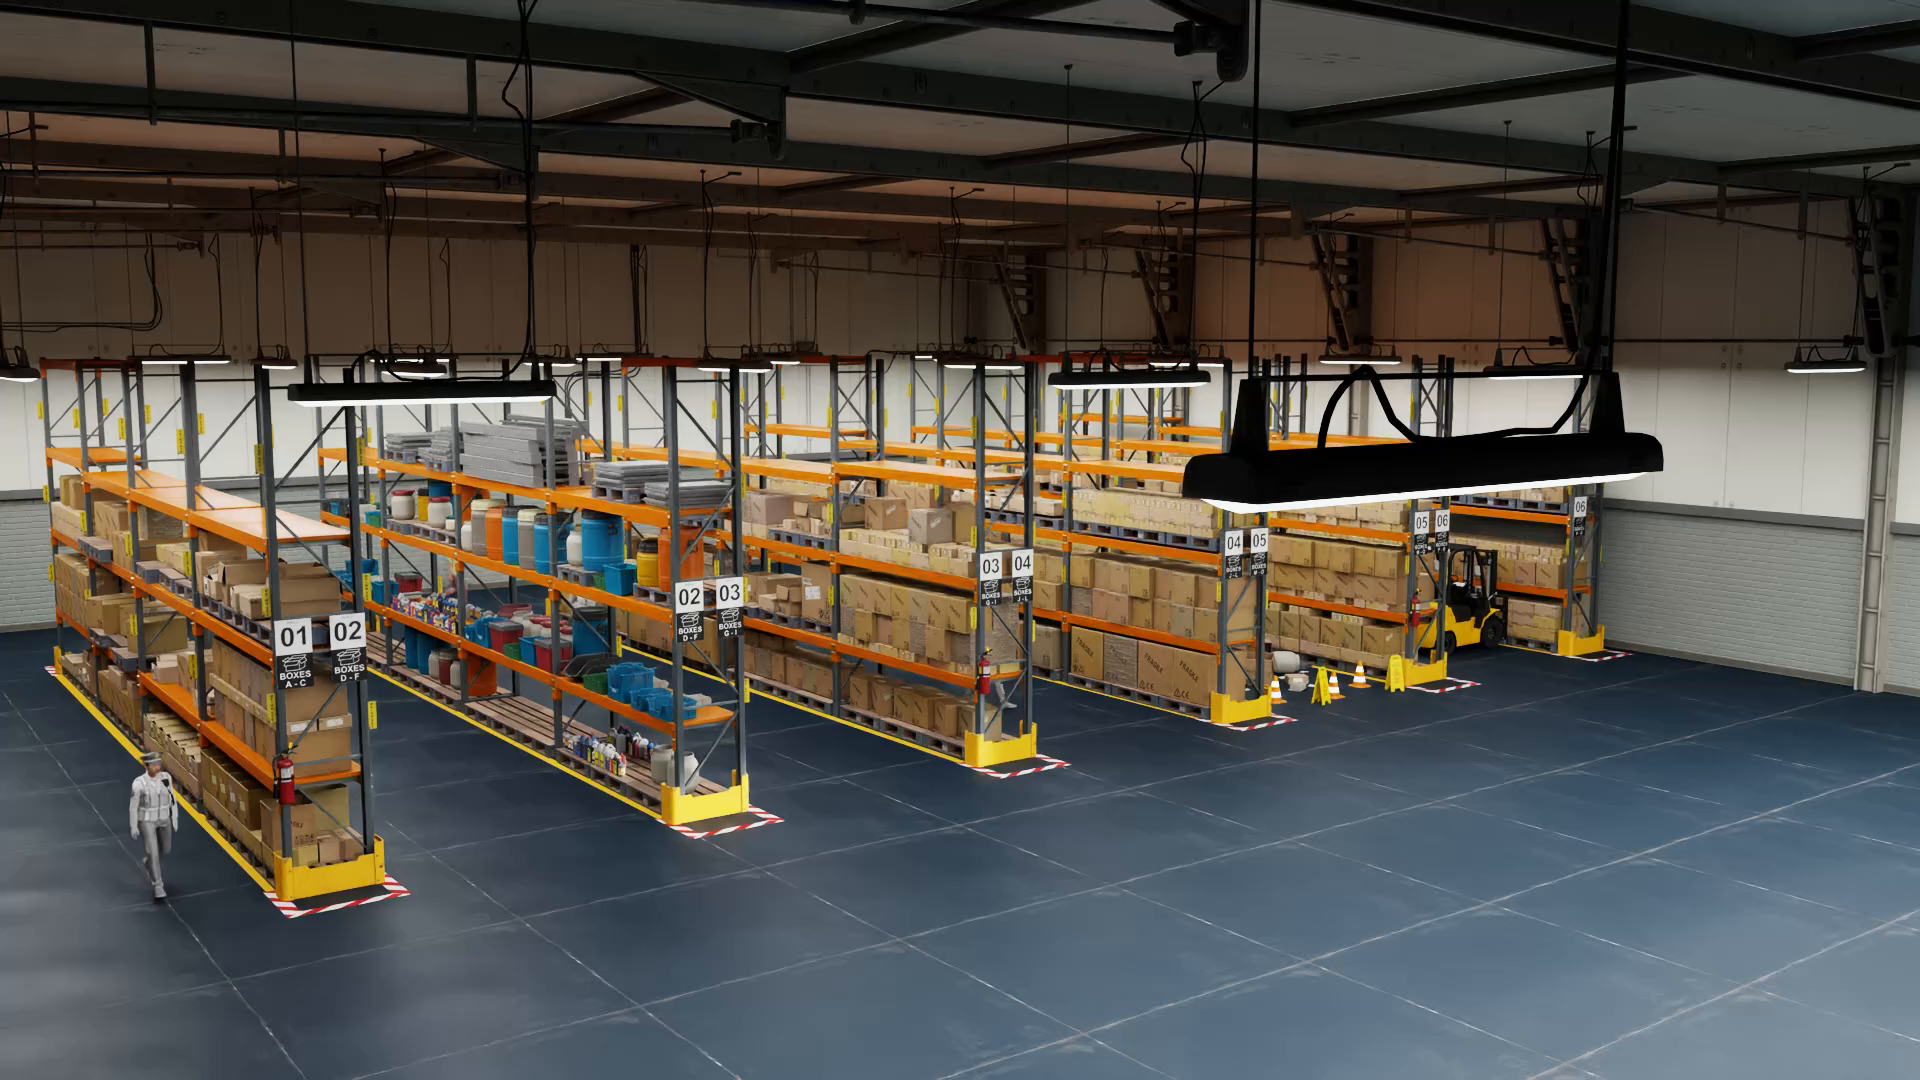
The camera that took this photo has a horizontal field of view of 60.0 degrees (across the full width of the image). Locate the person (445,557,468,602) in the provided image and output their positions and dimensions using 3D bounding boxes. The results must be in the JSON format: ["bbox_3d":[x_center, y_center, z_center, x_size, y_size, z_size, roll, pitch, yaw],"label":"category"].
[{"bbox_3d":[-11.928,0.818,39.119,0.862,1.628,0.452,-3,7,-23],"label":"person"}]

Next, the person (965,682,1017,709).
[{"bbox_3d":[0.546,2.052,28.747,1.068,1.624,0.478,4,8,28],"label":"person"}]

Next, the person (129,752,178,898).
[{"bbox_3d":[-9.280,3.222,19.147,0.909,1.633,0.516,6,9,39],"label":"person"}]

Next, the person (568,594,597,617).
[{"bbox_3d":[-7.551,1.495,33.372,0.668,1.682,0.724,-3,8,-26],"label":"person"}]
